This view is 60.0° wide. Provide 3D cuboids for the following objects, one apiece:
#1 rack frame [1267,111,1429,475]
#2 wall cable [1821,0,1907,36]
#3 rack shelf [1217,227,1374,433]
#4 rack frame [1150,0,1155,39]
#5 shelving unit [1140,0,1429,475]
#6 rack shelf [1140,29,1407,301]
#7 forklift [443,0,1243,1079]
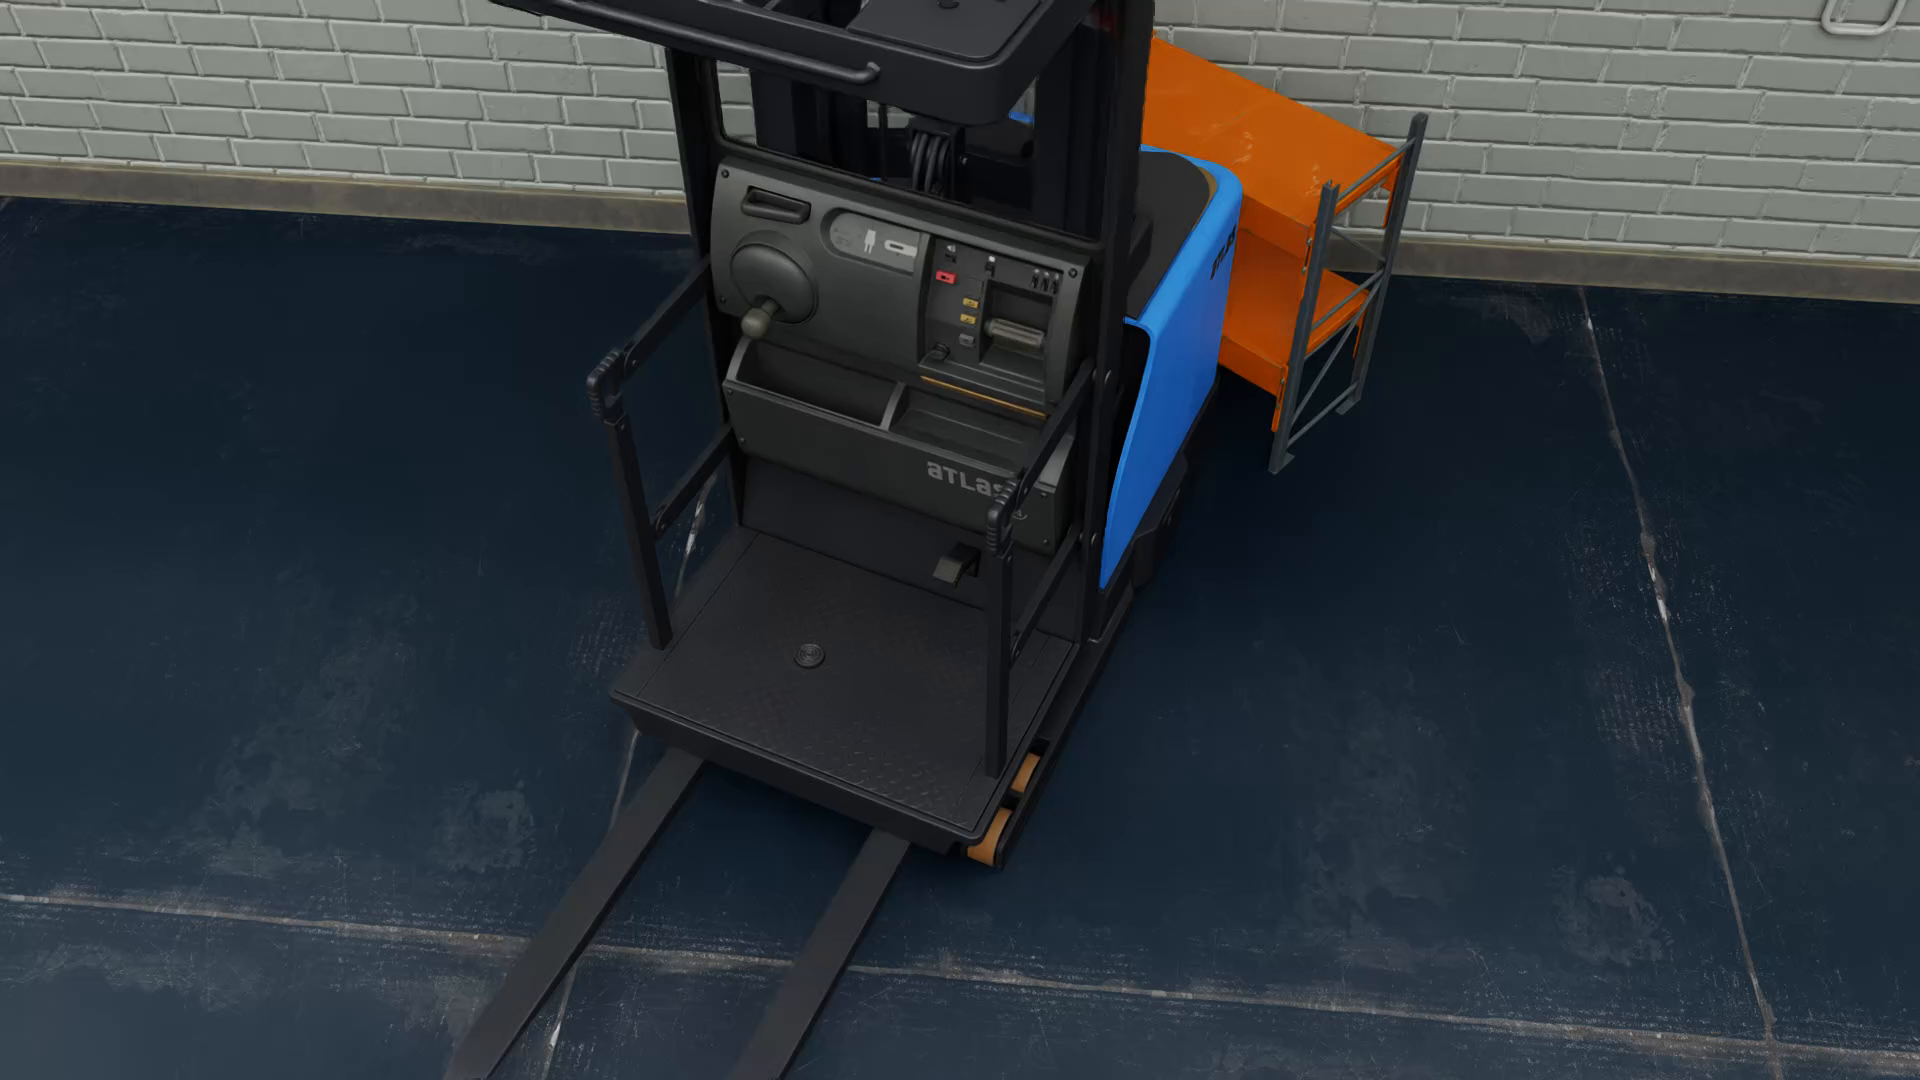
[{"bbox_3d":[1.190,-0.735,5.160,0.032,1.125,0.500,34,56,27],"label":"rack frame"},{"bbox_3d":[2.698,-2.249,4.564,0.585,1.953,0.123,4,48,4],"label":"wall cable"},{"bbox_3d":[0.818,-0.826,5.574,1.000,0.278,0.538,34,56,27],"label":"rack shelf"},{"bbox_3d":[0.446,-1.246,5.628,0.032,1.125,0.500,34,56,27],"label":"rack frame"},{"bbox_3d":[0.818,-0.991,5.394,1.048,1.125,0.538,34,56,27],"label":"shelving unit"},{"bbox_3d":[0.818,-1.188,5.178,1.000,0.278,0.538,34,56,27],"label":"rack shelf"},{"bbox_3d":[-0.248,-0.494,3.715,1.130,2.935,3.031,19,50,16],"label":"forklift"}]
